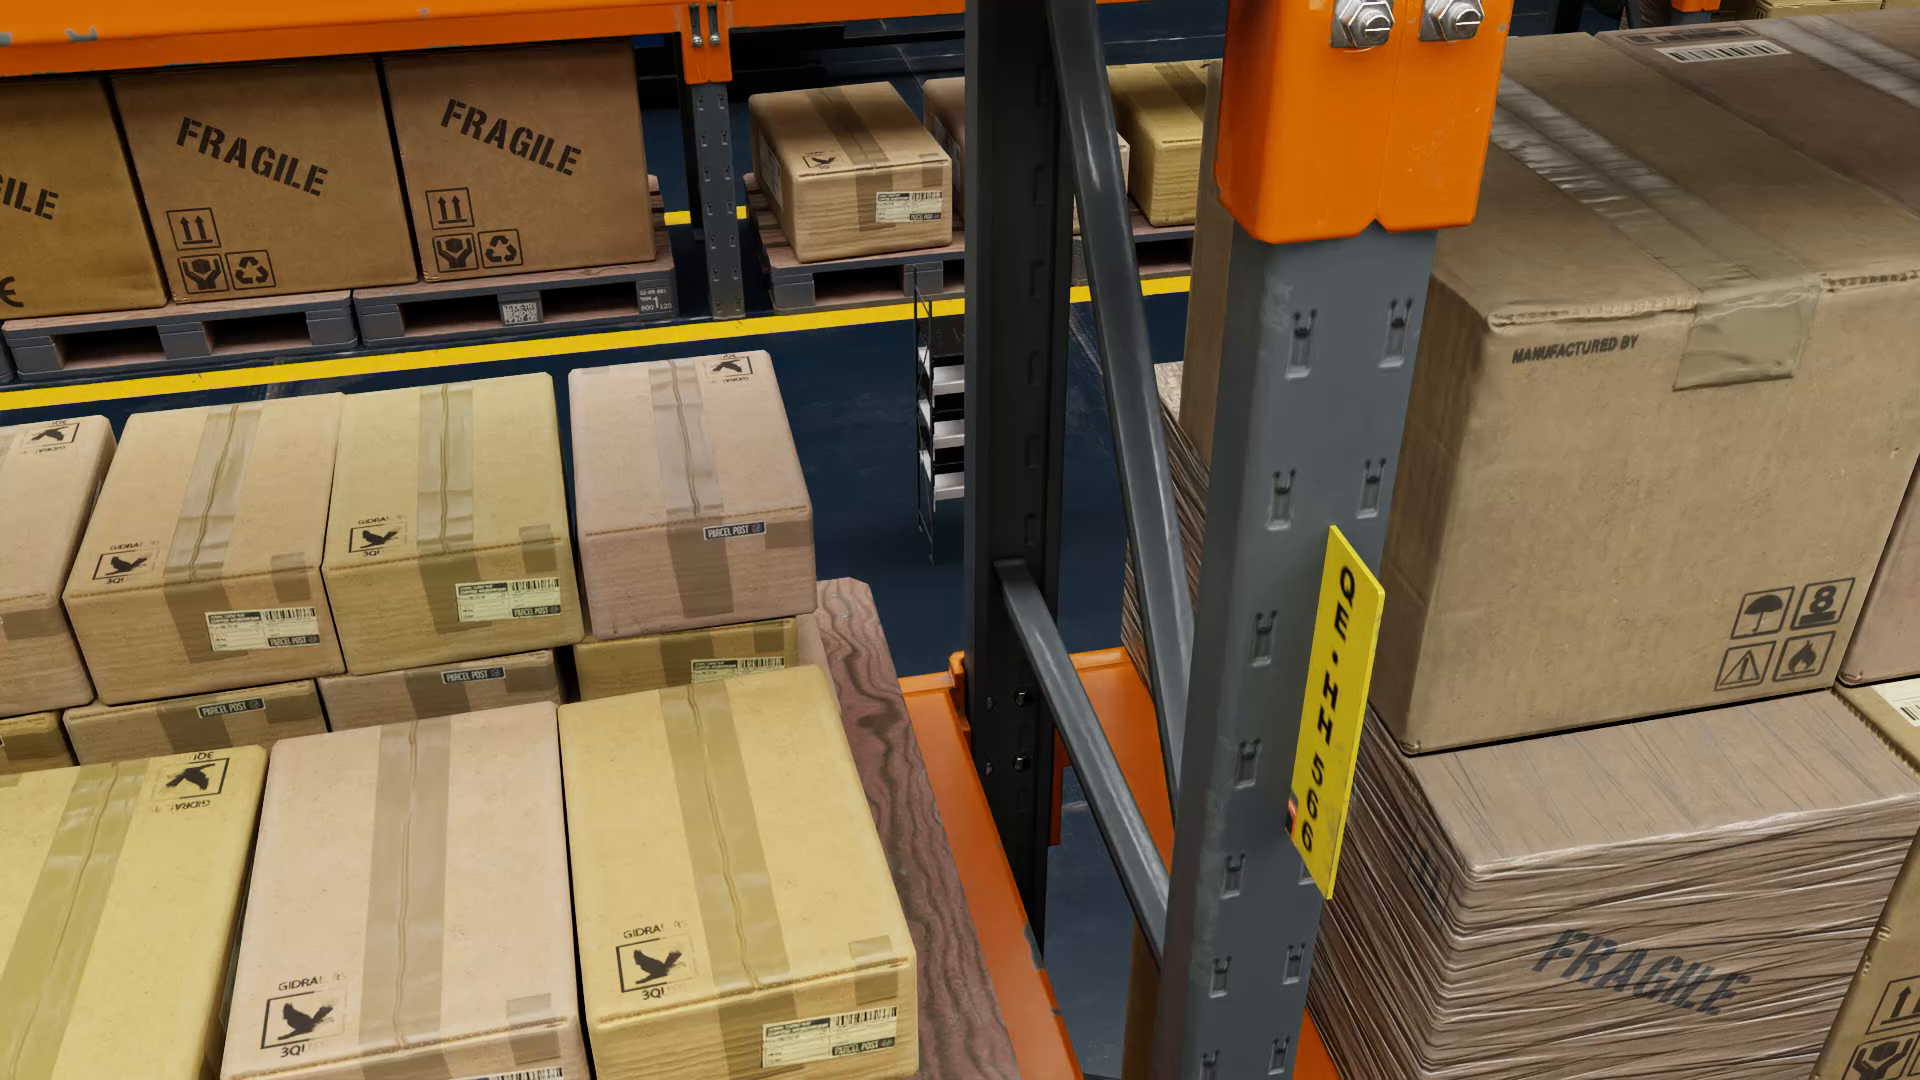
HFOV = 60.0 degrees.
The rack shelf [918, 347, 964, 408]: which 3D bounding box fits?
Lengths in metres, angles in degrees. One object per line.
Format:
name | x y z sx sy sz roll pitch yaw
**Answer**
rack shelf | -0.008 -0.494 4.916 0.200 0.077 0.258 -7 35 -11

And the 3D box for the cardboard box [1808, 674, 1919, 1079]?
cardboard box | 1.168 0.287 2.041 0.500 0.500 0.500 -7 35 -11

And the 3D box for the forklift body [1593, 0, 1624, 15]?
forklift body | 4.242 -4.480 9.996 1.214 2.155 2.313 -7 35 -11

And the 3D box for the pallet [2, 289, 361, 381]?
pallet | -2.988 -1.015 6.573 1.213 0.211 1.003 -7 35 -11

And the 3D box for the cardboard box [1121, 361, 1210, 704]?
cardboard box | 0.555 0.058 2.382 0.500 0.500 0.500 -7 35 -11

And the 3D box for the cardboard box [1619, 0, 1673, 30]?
cardboard box | 3.404 -2.431 7.599 0.500 0.500 0.500 -8 35 -11

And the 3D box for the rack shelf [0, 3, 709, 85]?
rack shelf | -2.966 -1.832 5.934 4.000 0.370 1.077 -7 35 -11

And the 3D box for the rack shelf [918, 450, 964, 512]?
rack shelf | -0.008 -0.196 5.117 0.200 0.077 0.258 -7 35 -11

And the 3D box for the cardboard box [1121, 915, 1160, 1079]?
cardboard box | 0.789 1.035 2.658 0.750 0.750 1.050 -8 35 -11

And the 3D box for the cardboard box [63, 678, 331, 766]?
cardboard box | -0.864 0.127 1.951 0.250 0.149 0.380 -8 35 -12

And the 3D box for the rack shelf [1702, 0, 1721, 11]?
rack shelf | 4.837 -2.816 7.399 4.000 0.370 1.077 -7 35 -11

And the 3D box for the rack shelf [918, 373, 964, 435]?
rack shelf | -0.008 -0.420 4.966 0.200 0.077 0.258 -7 35 -11

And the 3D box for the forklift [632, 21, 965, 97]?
forklift | -1.180 -3.775 8.302 3.031 2.867 1.129 -8 35 -11

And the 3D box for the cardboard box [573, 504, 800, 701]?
cardboard box | -0.340 0.058 2.054 0.250 0.149 0.380 -6 34 -8

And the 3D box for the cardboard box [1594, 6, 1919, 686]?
cardboard box | 1.108 -0.268 1.971 0.500 0.500 0.700 -8 35 -11

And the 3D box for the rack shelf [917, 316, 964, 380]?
rack shelf | -0.008 -0.569 4.866 0.200 0.077 0.258 -7 35 -11

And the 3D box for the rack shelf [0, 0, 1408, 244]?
rack shelf | -1.775 -0.400 1.108 4.000 0.370 1.077 -7 35 -11

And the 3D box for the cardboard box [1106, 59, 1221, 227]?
cardboard box | 0.997 -1.709 7.087 0.625 0.372 0.950 -6 34 -9

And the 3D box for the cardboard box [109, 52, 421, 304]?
cardboard box | -2.578 -1.522 6.356 0.875 0.875 0.875 -7 34 -10

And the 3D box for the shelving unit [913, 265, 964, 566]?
shelving unit | -0.008 -0.373 4.998 0.210 0.900 0.258 -7 35 -11

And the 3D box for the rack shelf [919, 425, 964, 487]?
rack shelf | -0.008 -0.270 5.066 0.200 0.077 0.258 -7 35 -11

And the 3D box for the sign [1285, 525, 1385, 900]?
sign | 0.304 0.147 1.371 0.005 0.325 0.100 -7 35 -11

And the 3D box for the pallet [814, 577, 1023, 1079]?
pallet | -0.496 0.526 1.946 1.003 0.211 1.213 -7 35 -11

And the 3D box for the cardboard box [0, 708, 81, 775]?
cardboard box | -1.110 0.158 1.904 0.250 0.149 0.380 -7 35 -10

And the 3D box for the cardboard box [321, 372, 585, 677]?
cardboard box | -0.580 -0.030 1.917 0.250 0.149 0.380 -8 35 -12

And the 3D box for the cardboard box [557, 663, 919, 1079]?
cardboard box | -0.202 0.293 1.435 0.250 0.149 0.380 -9 35 -12

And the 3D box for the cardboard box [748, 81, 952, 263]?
cardboard box | -0.462 -1.524 6.811 0.625 0.372 0.950 -9 35 -14

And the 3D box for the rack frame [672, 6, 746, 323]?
rack frame | -1.015 -2.377 6.100 0.127 3.000 1.000 -7 35 -11

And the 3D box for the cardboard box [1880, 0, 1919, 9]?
cardboard box | 4.041 -2.211 7.270 0.500 0.500 0.500 -6 34 -9

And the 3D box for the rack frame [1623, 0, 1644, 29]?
rack frame | 2.885 -2.870 6.835 0.053 2.616 0.949 -7 35 -11

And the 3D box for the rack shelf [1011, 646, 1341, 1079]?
rack shelf | 2.126 0.354 2.676 4.000 0.370 1.077 -7 35 -11

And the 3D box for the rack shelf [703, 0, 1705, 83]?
rack shelf | 0.935 -2.324 6.667 4.000 0.370 1.077 -7 35 -11

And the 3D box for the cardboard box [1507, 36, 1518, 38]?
cardboard box | 2.375 -1.886 7.350 0.625 0.372 0.950 -7 34 -10

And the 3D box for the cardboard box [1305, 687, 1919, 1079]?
cardboard box | 0.673 0.351 1.945 0.500 0.500 0.500 -7 34 -10

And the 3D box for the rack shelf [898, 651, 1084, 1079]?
rack shelf | -1.775 0.846 1.943 4.000 0.370 1.077 -7 35 -11

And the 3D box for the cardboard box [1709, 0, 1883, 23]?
cardboard box | 3.521 -2.138 7.162 0.500 0.500 0.500 -6 34 -8

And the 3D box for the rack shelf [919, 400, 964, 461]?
rack shelf | -0.008 -0.345 5.016 0.200 0.077 0.258 -7 35 -11

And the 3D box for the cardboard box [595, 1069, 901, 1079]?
cardboard box | -0.206 0.416 1.520 0.250 0.149 0.380 -6 34 -10

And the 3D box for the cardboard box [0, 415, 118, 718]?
cardboard box | -1.078 0.030 1.828 0.250 0.149 0.380 -9 35 -13

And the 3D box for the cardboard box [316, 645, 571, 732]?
cardboard box | -0.605 0.092 2.002 0.250 0.149 0.380 -6 34 -8

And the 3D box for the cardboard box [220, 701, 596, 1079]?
cardboard box | -0.447 0.323 1.391 0.250 0.149 0.380 -8 35 -11

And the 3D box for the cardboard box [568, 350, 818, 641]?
cardboard box | -0.322 -0.064 1.968 0.250 0.149 0.380 -7 35 -10

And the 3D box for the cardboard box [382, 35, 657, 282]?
cardboard box | -1.707 -1.629 6.516 0.875 0.875 0.875 -7 35 -11

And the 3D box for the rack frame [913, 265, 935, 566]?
rack frame | -0.107 -0.360 4.979 0.006 0.900 0.240 -7 35 -11

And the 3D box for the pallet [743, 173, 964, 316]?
pallet | -0.253 -1.314 7.019 1.213 0.211 1.003 -7 35 -11
